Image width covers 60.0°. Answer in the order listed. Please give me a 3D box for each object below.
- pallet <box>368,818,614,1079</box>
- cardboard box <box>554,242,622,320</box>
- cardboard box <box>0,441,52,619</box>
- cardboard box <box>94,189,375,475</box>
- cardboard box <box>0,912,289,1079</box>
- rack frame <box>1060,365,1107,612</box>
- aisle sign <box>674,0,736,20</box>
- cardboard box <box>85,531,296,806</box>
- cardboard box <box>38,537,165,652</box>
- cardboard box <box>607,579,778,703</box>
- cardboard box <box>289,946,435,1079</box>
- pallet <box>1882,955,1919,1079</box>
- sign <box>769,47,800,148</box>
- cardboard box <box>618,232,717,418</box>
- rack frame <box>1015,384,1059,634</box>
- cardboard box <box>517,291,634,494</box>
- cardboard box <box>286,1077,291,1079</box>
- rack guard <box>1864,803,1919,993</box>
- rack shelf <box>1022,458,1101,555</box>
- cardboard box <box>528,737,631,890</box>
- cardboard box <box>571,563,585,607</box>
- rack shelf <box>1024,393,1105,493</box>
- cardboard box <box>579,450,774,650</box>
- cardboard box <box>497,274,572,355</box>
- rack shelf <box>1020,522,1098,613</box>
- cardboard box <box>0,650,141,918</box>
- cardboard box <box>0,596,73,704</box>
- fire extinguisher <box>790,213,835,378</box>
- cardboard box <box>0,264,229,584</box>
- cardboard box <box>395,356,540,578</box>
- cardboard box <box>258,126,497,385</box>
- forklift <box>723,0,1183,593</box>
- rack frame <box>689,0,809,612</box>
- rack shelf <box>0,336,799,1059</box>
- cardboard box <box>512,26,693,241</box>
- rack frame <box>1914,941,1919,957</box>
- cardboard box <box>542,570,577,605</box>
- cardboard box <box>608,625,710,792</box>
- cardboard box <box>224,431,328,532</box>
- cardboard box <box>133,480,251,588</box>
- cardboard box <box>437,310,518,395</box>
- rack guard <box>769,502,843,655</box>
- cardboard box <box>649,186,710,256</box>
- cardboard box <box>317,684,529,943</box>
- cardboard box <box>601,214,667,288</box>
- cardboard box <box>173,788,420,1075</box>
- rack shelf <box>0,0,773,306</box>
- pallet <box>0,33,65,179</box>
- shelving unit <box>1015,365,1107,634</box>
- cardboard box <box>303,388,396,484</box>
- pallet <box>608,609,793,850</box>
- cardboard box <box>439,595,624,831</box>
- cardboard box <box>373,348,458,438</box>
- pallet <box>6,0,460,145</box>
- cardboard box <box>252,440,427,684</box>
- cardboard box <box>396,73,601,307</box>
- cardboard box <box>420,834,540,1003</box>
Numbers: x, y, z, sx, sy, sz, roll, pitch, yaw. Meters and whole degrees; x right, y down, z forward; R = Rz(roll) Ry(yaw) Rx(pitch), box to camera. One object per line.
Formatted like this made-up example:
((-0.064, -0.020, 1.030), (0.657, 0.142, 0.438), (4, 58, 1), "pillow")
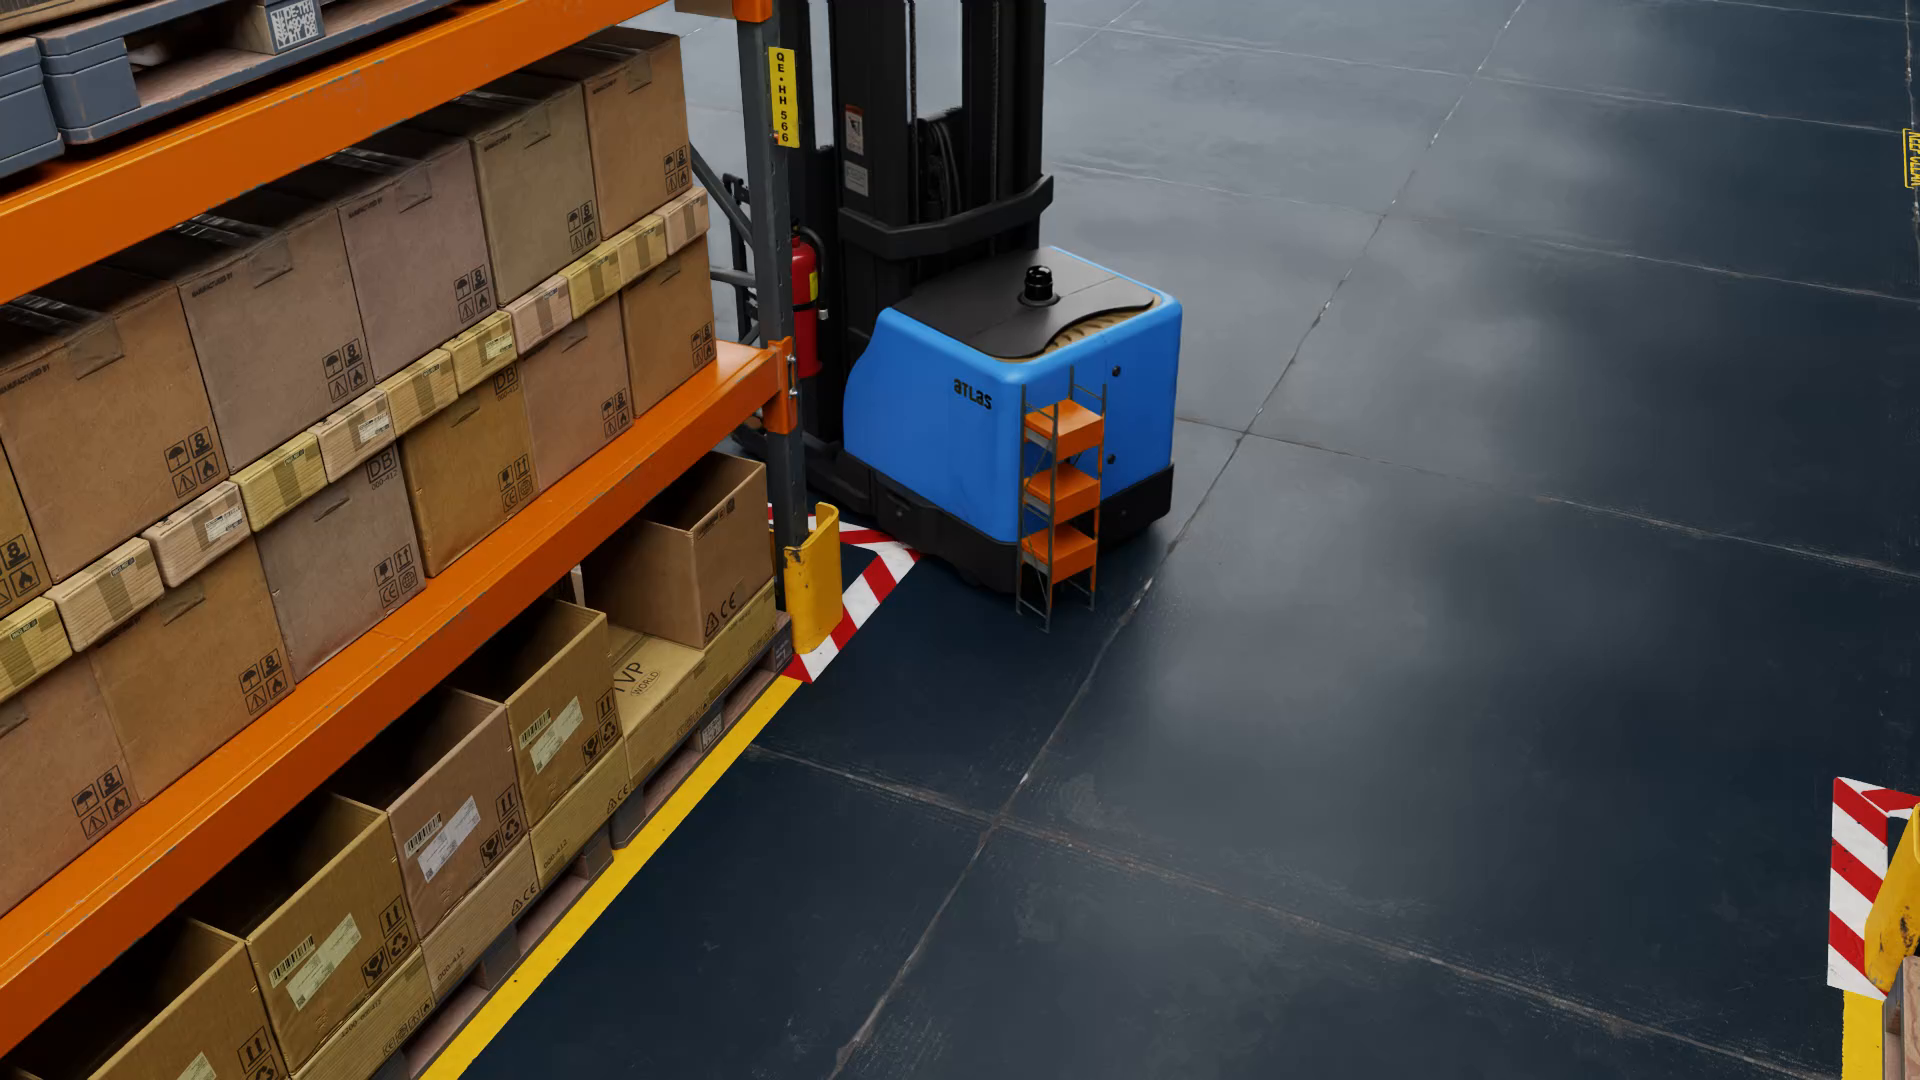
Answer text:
((-1.860, 1.164, 5.282), (1.003, 0.211, 1.213), (14, 36, 20), "pallet")
((-1.268, -0.819, 5.081), (0.380, 0.149, 0.250), (14, 36, 20), "cardboard box")
((-2.350, -0.064, 3.339), (0.700, 0.500, 0.500), (14, 36, 20), "cardboard box")
((-1.930, -0.562, 4.098), (0.700, 0.500, 0.500), (14, 36, 21), "cardboard box")
((-2.060, 1.245, 4.057), (0.500, 0.500, 0.500), (14, 36, 20), "cardboard box")
((0.484, -0.187, 6.577), (0.008, 1.050, 0.200), (-24, 40, -32), "rack frame")
((-0.772, -2.050, 5.271), (0.394, 0.787, 0.004), (14, 36, 20), "aisle sign")
((-2.132, 0.217, 4.093), (0.700, 0.500, 0.500), (15, 36, 21), "cardboard box")
((-2.025, 0.083, 3.706), (0.380, 0.149, 0.250), (13, 35, 19), "cardboard box")
((-1.022, 0.311, 6.164), (0.500, 0.250, 0.500), (14, 36, 20), "cardboard box")
((-1.843, 1.311, 4.639), (0.500, 0.250, 0.500), (14, 36, 20), "cardboard box")
((3.031, 1.737, 4.408), (1.003, 0.211, 1.213), (14, 36, 20), "pallet")
((-0.579, -1.450, 5.454), (0.100, 0.325, 0.005), (14, 36, 20), "sign")
((-1.273, -0.810, 5.659), (0.700, 0.500, 0.500), (14, 36, 20), "cardboard box")
((0.294, -0.103, 6.449), (0.008, 1.050, 0.200), (-24, 40, -32), "rack frame")
((-1.489, -0.548, 5.258), (0.700, 0.500, 0.500), (15, 36, 22), "cardboard box")
((-2.057, 1.559, 4.261), (0.500, 0.250, 0.500), (14, 36, 20), "cardboard box")
((3.403, 1.220, 4.934), (1.175, 0.500, 0.348), (14, 36, 20), "rack guard")
((0.389, -0.136, 6.519), (0.240, 0.259, 0.215), (-24, 40, -32), "rack shelf")
((-1.428, 0.812, 5.400), (0.500, 0.250, 0.500), (14, 36, 20), "cardboard box")
((-1.493, 0.192, 6.346), (0.500, 0.250, 0.500), (14, 36, 20), "cardboard box")
((0.390, -0.373, 6.362), (0.240, 0.259, 0.215), (-24, 40, -32), "rack shelf")
((-1.021, -0.002, 5.958), (0.500, 0.500, 0.500), (14, 36, 20), "cardboard box")
((-1.376, -0.694, 4.890), (0.380, 0.149, 0.250), (15, 36, 21), "cardboard box")
((0.388, 0.096, 6.672), (0.240, 0.259, 0.215), (-24, 40, -32), "rack shelf")
((-2.345, 0.466, 3.713), (0.700, 0.500, 0.500), (14, 36, 20), "cardboard box")
((-2.132, 0.207, 3.516), (0.380, 0.149, 0.250), (14, 36, 20), "cardboard box")
((-0.595, -0.918, 5.985), (0.296, 0.674, 0.183), (14, 36, 20), "fire extinguisher")
((-2.140, -0.314, 3.719), (0.700, 0.500, 0.500), (14, 36, 20), "cardboard box")
((-1.702, -0.302, 4.883), (0.700, 0.500, 0.500), (14, 36, 21), "cardboard box")
((-1.721, -0.812, 4.478), (0.700, 0.500, 0.500), (14, 36, 21), "cardboard box")
((-0.433, -1.731, 7.218), (1.130, 2.935, 3.031), (-26, 42, -34), "forklift")
((-1.066, -0.998, 6.036), (1.000, 3.000, 0.127), (14, 36, 20), "rack frame")
((-1.903, 0.299, 4.715), (1.077, 0.370, 4.000), (14, 36, 20), "rack shelf")
((-1.296, -1.326, 5.263), (0.700, 0.500, 0.500), (14, 36, 21), "cardboard box")
((3.434, 0.137, 4.306), (1.000, 3.000, 0.127), (14, 36, 20), "rack frame")
((-1.700, 0.128, 5.760), (0.500, 0.500, 0.500), (14, 36, 20), "cardboard box")
((-1.221, 0.563, 5.781), (0.500, 0.250, 0.500), (14, 36, 20), "cardboard box")
((-1.807, -0.181, 4.107), (0.380, 0.149, 0.250), (14, 36, 20), "cardboard box")
((-1.916, -0.051, 3.909), (0.380, 0.149, 0.250), (13, 35, 19), "cardboard box")
((-1.485, -0.563, 4.691), (0.380, 0.149, 0.250), (15, 36, 22), "cardboard box")
((-1.056, 0.035, 6.740), (1.175, 0.500, 0.348), (14, 36, 20), "rack guard")
((-1.053, -1.077, 5.474), (0.380, 0.149, 0.250), (14, 36, 20), "cardboard box")
((-1.636, 0.748, 4.814), (0.500, 0.500, 0.500), (14, 36, 20), "cardboard box")
((-1.162, -0.946, 5.275), (0.380, 0.149, 0.250), (15, 36, 22), "cardboard box")
((-1.843, 0.998, 4.434), (0.500, 0.500, 0.500), (14, 36, 20), "cardboard box")
((-1.903, -0.955, 3.892), (1.077, 0.370, 4.000), (14, 36, 20), "rack shelf")
((-2.407, -0.654, 2.857), (1.003, 0.211, 1.213), (14, 36, 20), "pallet")
((0.389, -0.145, 6.513), (0.252, 1.050, 0.215), (-24, 40, -32), "shelving unit")
((-1.700, -0.304, 4.295), (0.380, 0.149, 0.250), (14, 36, 20), "cardboard box")
((-1.348, 0.559, 6.205), (1.003, 0.211, 1.213), (14, 36, 20), "pallet")
((-1.426, 0.499, 5.193), (0.500, 0.500, 0.500), (14, 36, 20), "cardboard box")
((-1.594, -0.432, 4.490), (0.380, 0.149, 0.250), (15, 36, 22), "cardboard box")
((-1.895, -1.259, 3.780), (1.003, 0.211, 1.213), (14, 36, 20), "pallet")
((-1.919, -0.039, 4.482), (0.700, 0.500, 0.500), (15, 36, 22), "cardboard box")
((-1.511, -1.063, 4.862), (0.700, 0.500, 0.500), (13, 36, 19), "cardboard box")
((-1.639, 1.061, 5.021), (0.500, 0.250, 0.500), (14, 36, 20), "cardboard box")
